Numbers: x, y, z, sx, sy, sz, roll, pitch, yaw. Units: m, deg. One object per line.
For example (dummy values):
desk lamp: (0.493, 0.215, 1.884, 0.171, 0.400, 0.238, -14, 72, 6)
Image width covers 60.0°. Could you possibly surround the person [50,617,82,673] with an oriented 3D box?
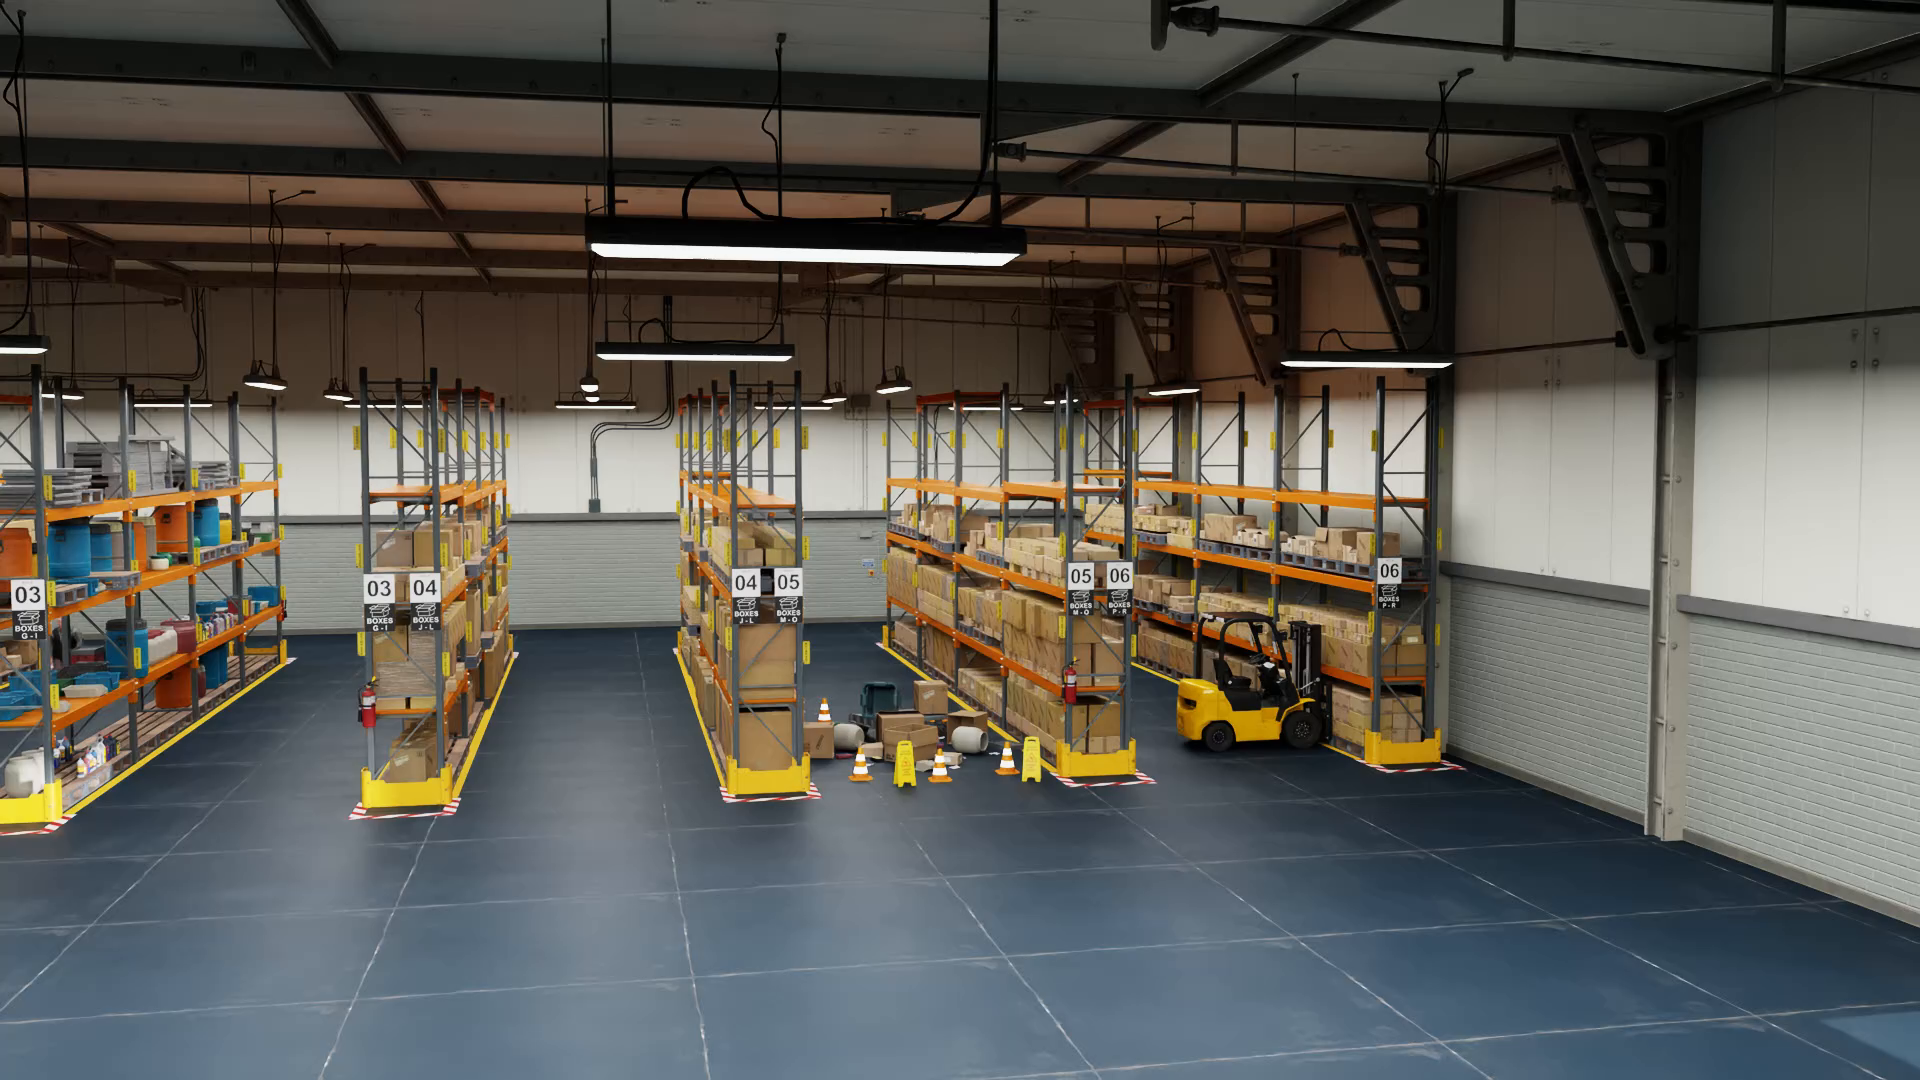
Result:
person: (-17.080, 2.273, 31.713, 0.624, 1.704, 0.602, -1, 4, -23)
